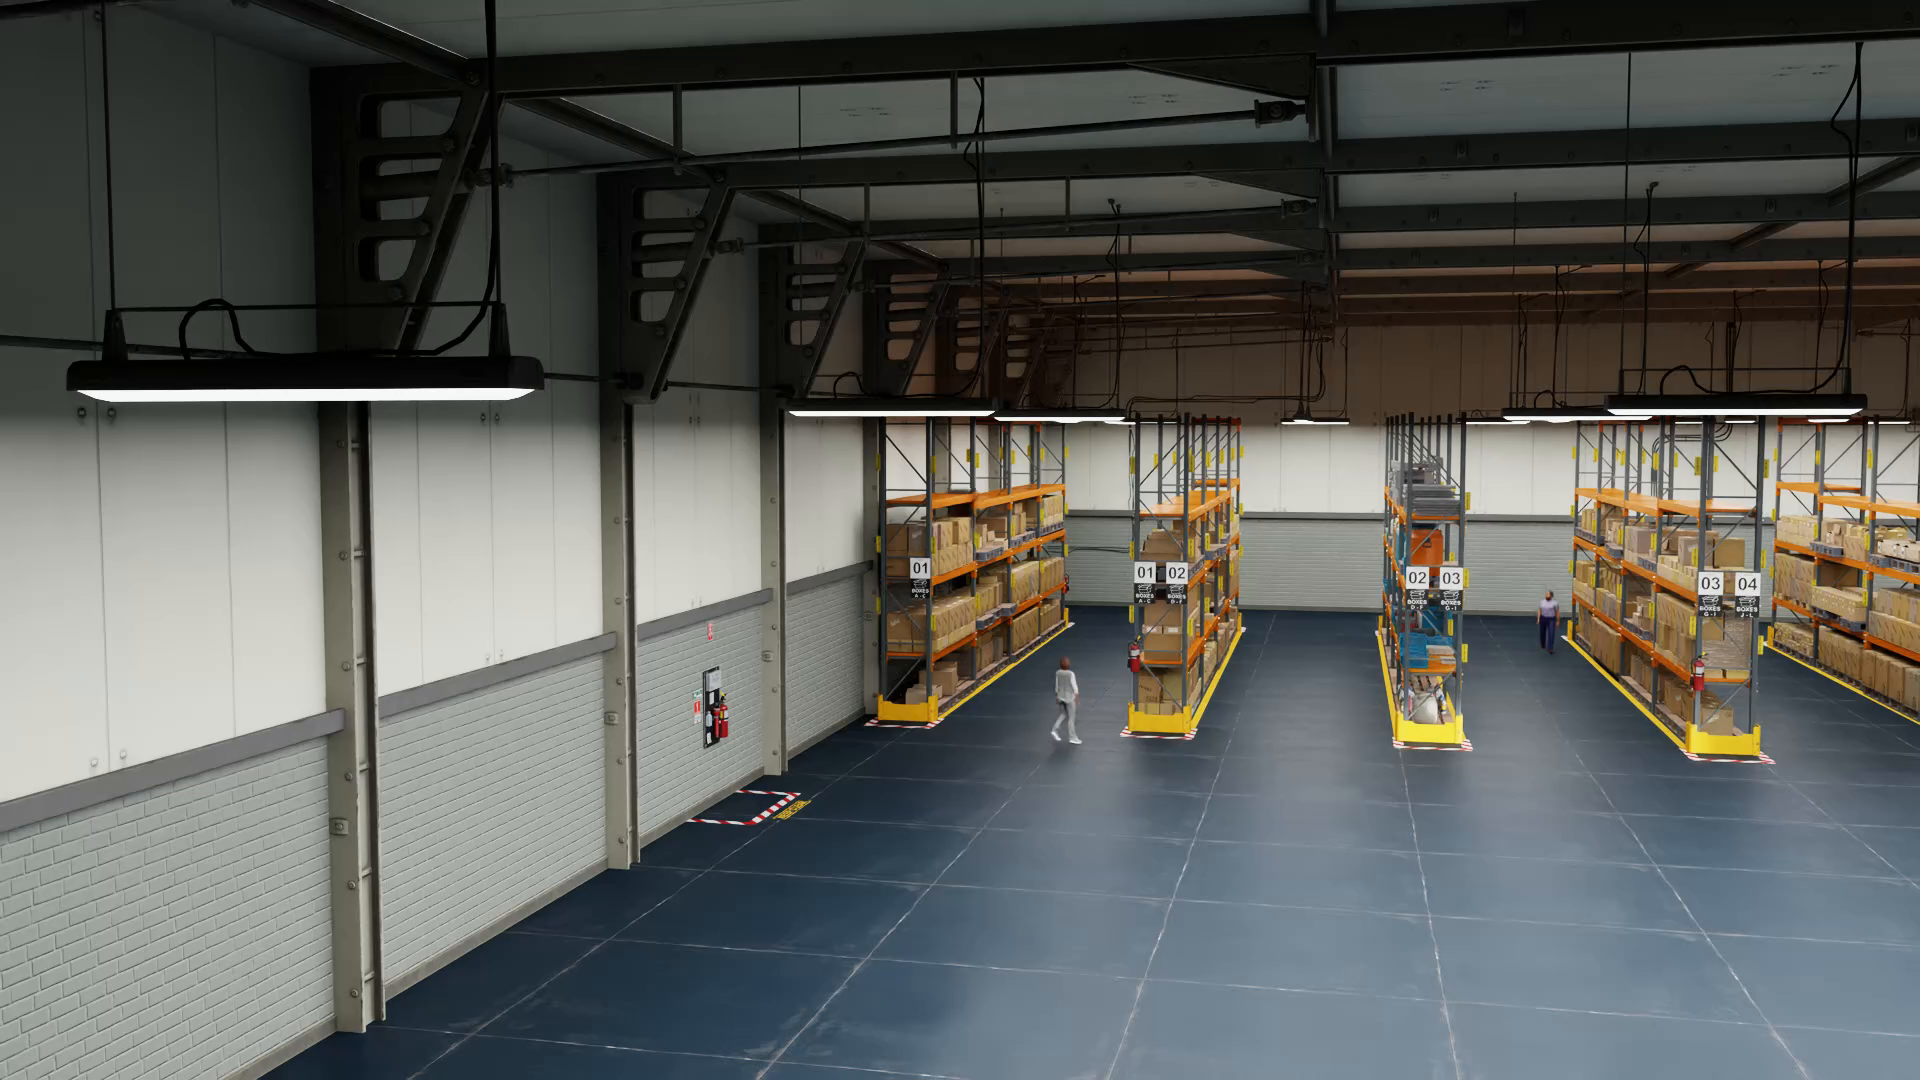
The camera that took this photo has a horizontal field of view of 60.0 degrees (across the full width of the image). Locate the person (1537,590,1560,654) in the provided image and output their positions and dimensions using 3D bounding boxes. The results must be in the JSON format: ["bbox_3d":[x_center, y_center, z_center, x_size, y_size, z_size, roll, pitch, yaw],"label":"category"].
[{"bbox_3d":[14.957,2.065,42.247,0.567,1.606,0.928,1,4,21],"label":"person"}]

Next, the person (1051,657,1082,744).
[{"bbox_3d":[1.935,2.899,30.113,0.493,1.601,0.504,4,5,44],"label":"person"}]
